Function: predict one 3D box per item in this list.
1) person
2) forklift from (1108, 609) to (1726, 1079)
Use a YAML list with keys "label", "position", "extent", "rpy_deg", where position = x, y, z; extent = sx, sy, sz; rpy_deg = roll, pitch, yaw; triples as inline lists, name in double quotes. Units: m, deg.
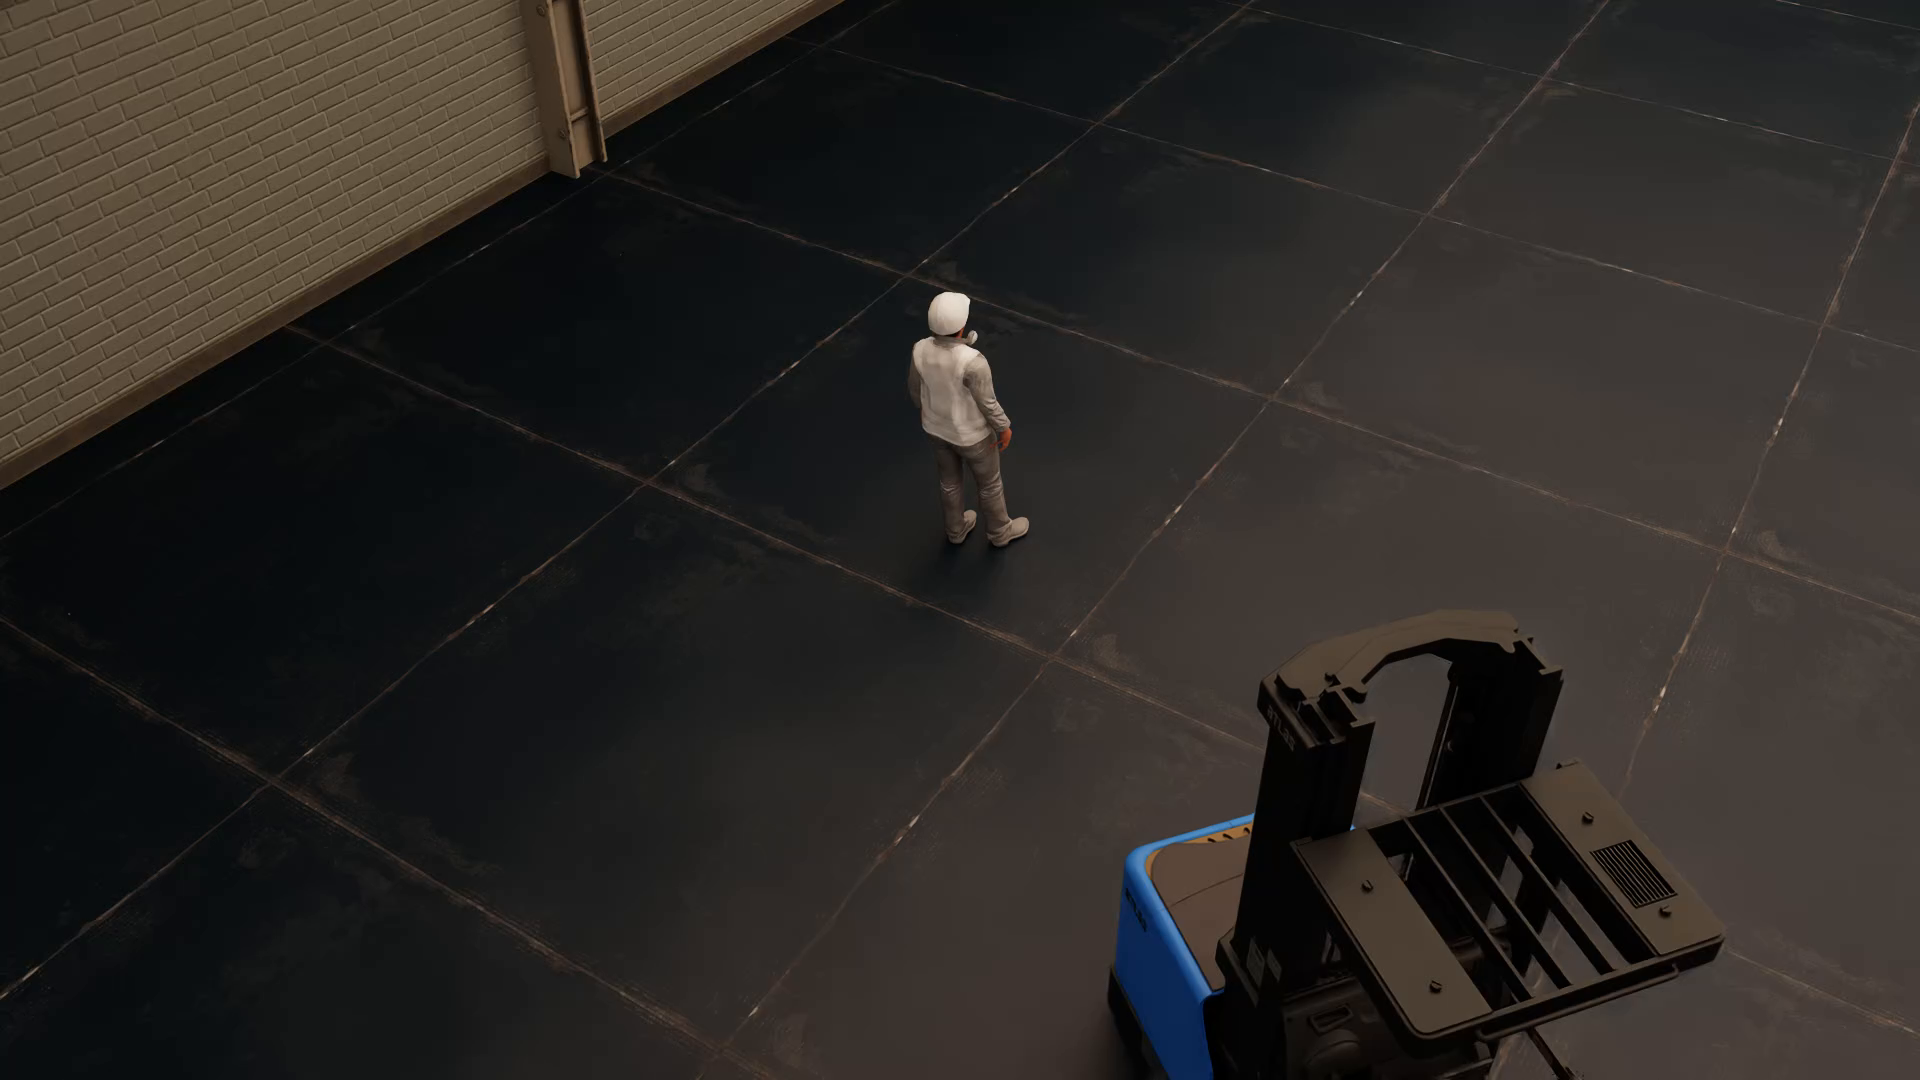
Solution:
- label: "person"
  position: [0.040, -0.714, 9.693]
  extent: [0.634, 1.775, 0.566]
  rpy_deg: [22, 45, 24]
- label: "forklift"
  position: [1.652, 1.807, 5.834]
  extent: [1.130, 2.935, 3.031]
  rpy_deg: [-13, 42, -15]
